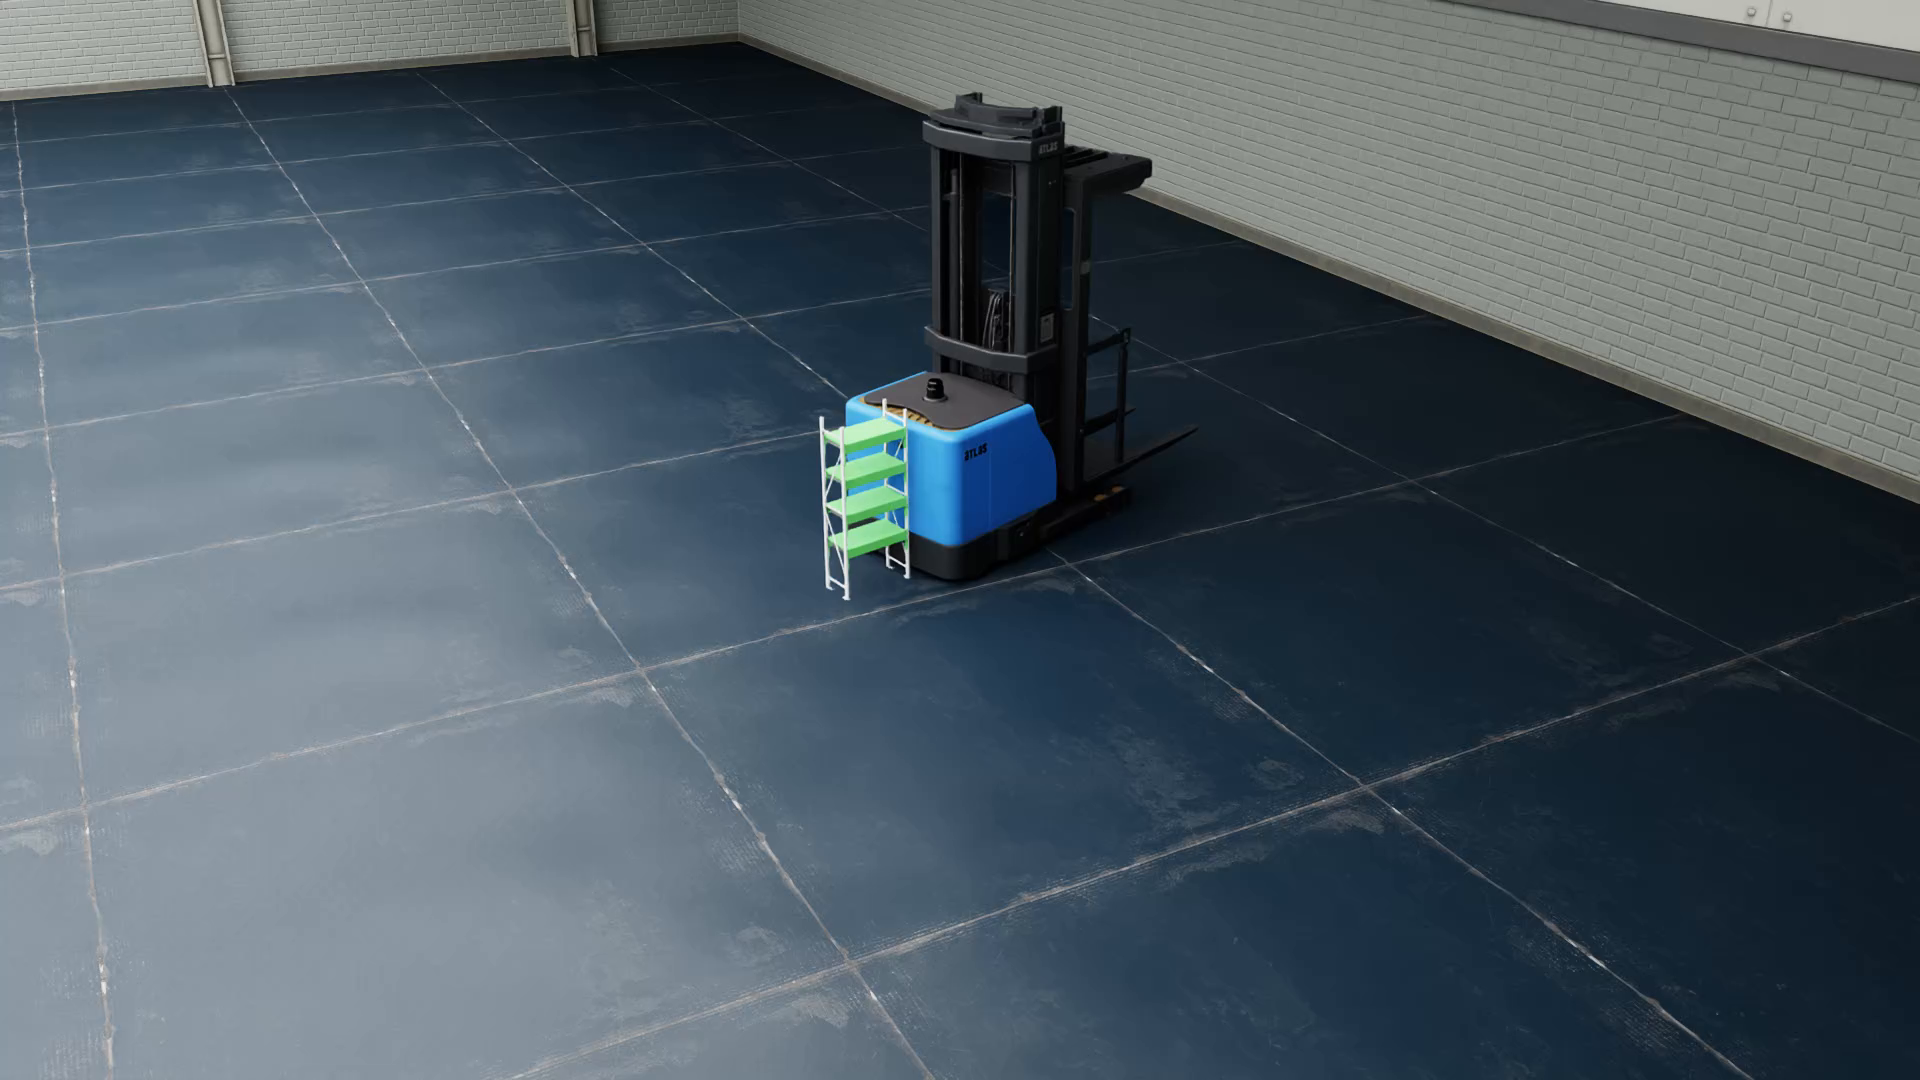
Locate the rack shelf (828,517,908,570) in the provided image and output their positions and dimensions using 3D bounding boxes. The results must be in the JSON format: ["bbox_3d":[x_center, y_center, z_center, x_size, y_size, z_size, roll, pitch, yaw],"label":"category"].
[{"bbox_3d":[-0.604,0.018,10.830,0.480,0.148,0.258,-19,32,-34],"label":"rack shelf"}]

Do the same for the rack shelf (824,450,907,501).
[{"bbox_3d":[-0.604,-0.414,10.622,0.480,0.148,0.258,-19,32,-34],"label":"rack shelf"}]

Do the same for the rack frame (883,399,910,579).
[{"bbox_3d":[-0.414,-0.322,10.836,0.015,1.200,0.240,-19,32,-34],"label":"rack frame"}]

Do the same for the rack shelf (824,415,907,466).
[{"bbox_3d":[-0.604,-0.631,10.518,0.480,0.148,0.258,-19,32,-34],"label":"rack shelf"}]

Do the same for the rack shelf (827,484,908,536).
[{"bbox_3d":[-0.604,-0.198,10.726,0.480,0.148,0.258,-19,32,-34],"label":"rack shelf"}]

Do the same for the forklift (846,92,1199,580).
[{"bbox_3d":[0.589,-1.614,11.528,1.130,2.935,3.031,21,33,37],"label":"forklift"}]

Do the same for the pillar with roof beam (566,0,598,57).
[{"bbox_3d":[-4.624,-11.000,24.067,0.400,9.000,9.100,-13,29,-25],"label":"pillar with roof beam"}]

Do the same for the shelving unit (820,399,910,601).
[{"bbox_3d":[-0.604,-0.256,10.698,0.503,1.200,0.258,-19,32,-34],"label":"shelving unit"}]

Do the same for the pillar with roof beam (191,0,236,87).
[{"bbox_3d":[-9.918,-9.778,21.521,0.400,9.000,9.100,-13,29,-25],"label":"pillar with roof beam"}]

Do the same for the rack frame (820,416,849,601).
[{"bbox_3d":[-0.795,-0.190,10.561,0.015,1.200,0.240,-19,32,-34],"label":"rack frame"}]
